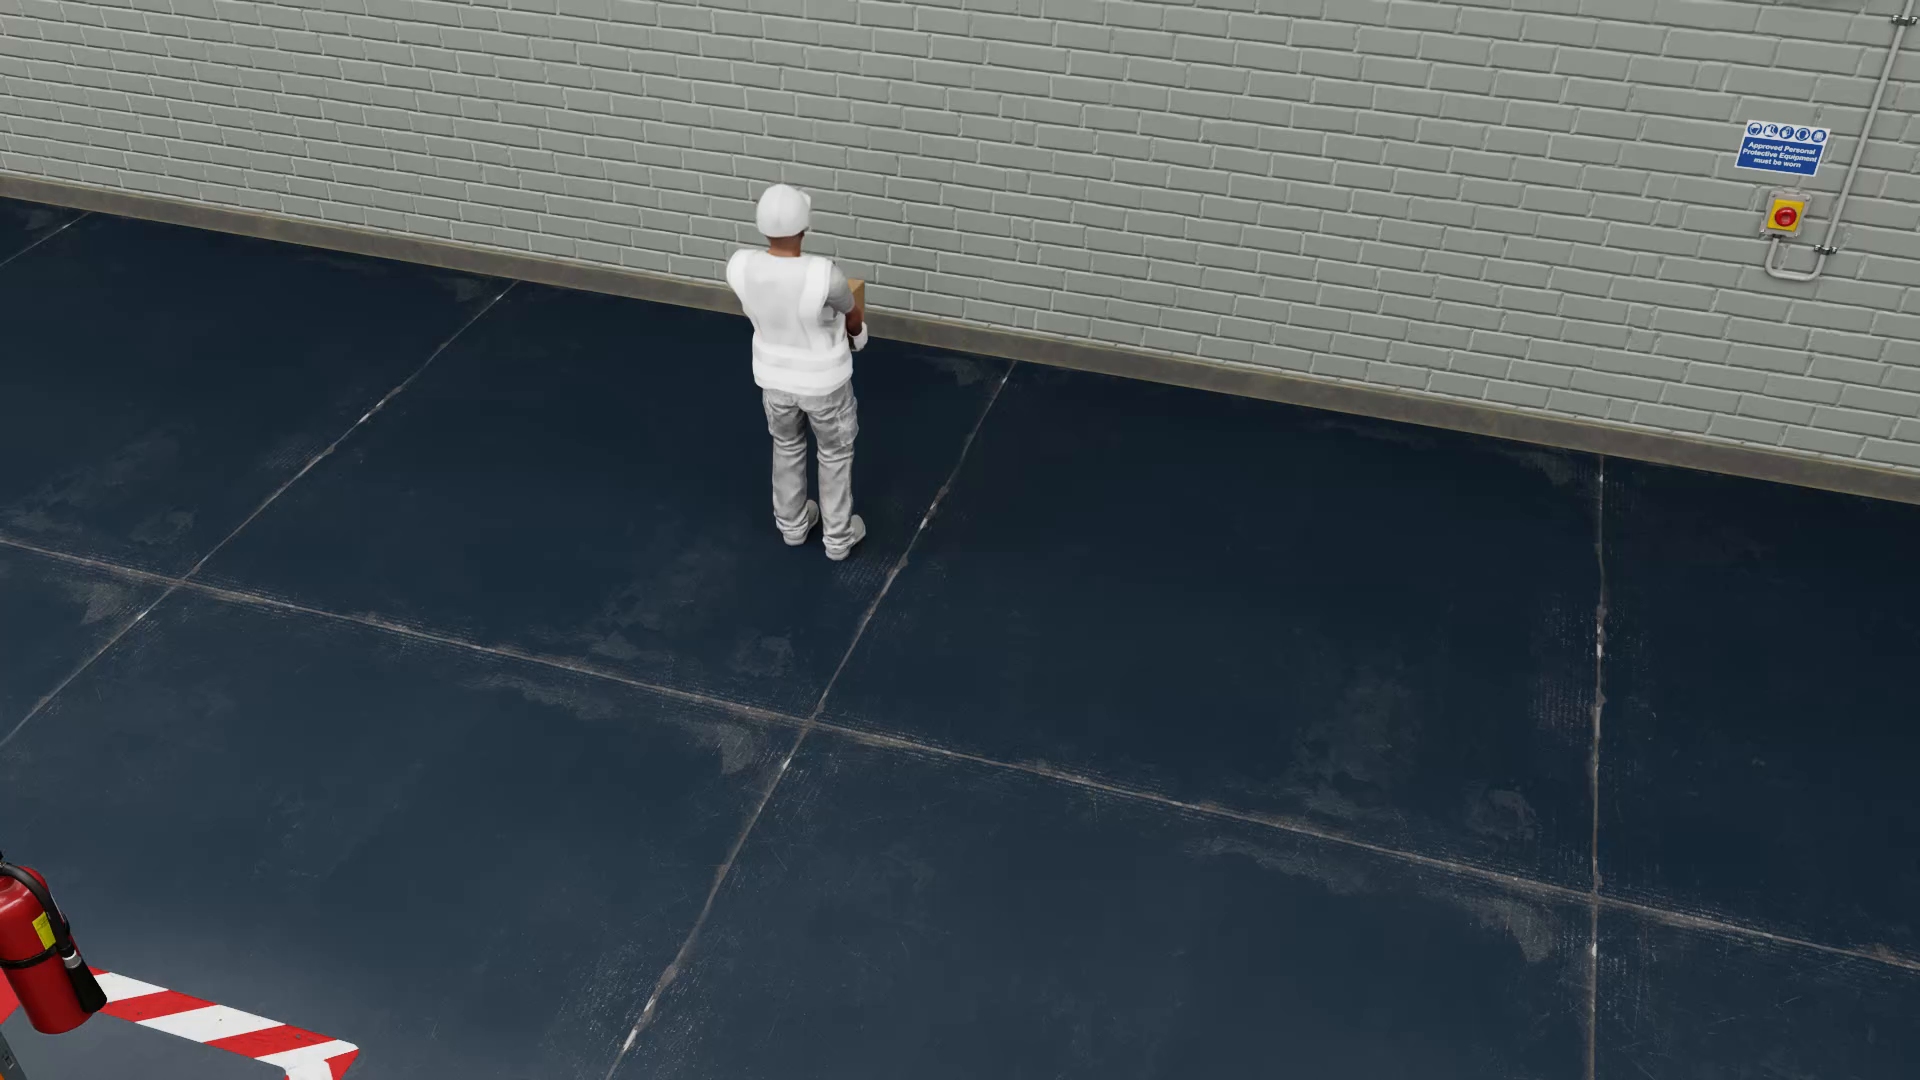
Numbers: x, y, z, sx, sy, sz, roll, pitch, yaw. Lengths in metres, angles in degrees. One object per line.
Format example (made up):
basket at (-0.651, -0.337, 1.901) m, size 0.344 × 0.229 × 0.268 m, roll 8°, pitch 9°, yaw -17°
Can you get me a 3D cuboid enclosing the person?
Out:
person at (-0.647, -0.755, 7.149) m, size 0.488 × 1.778 × 0.573 m, roll 11°, pitch 38°, yaw 15°
